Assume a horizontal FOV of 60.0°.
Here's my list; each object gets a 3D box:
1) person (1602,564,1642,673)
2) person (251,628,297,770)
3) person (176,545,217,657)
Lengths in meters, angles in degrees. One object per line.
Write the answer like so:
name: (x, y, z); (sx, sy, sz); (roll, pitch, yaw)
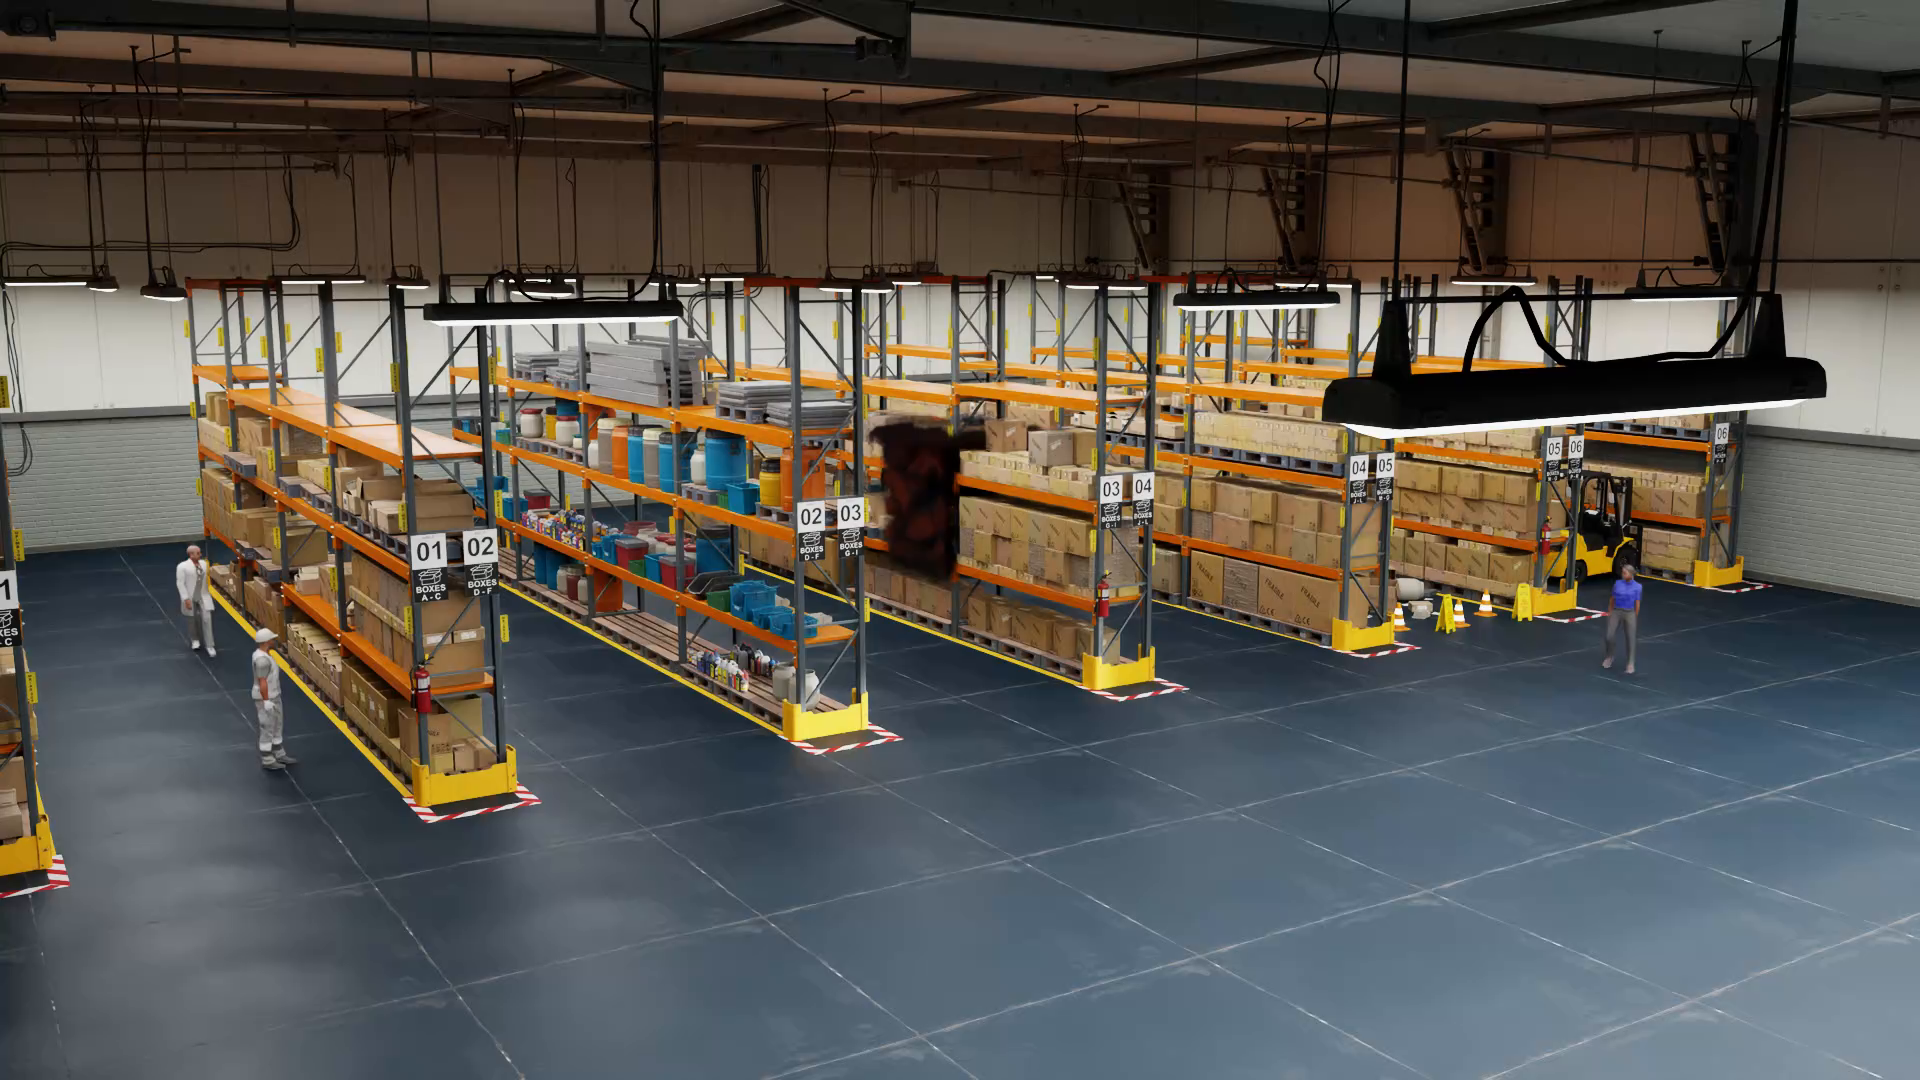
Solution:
person: (10.297, 1.211, 25.852); (0.509, 1.673, 0.398); (5, 11, 29)
person: (-8.652, 1.988, 20.866); (0.428, 1.795, 0.613); (-1, 10, -4)
person: (-12.388, 0.960, 26.953); (0.533, 1.747, 1.019); (-5, 11, -29)
